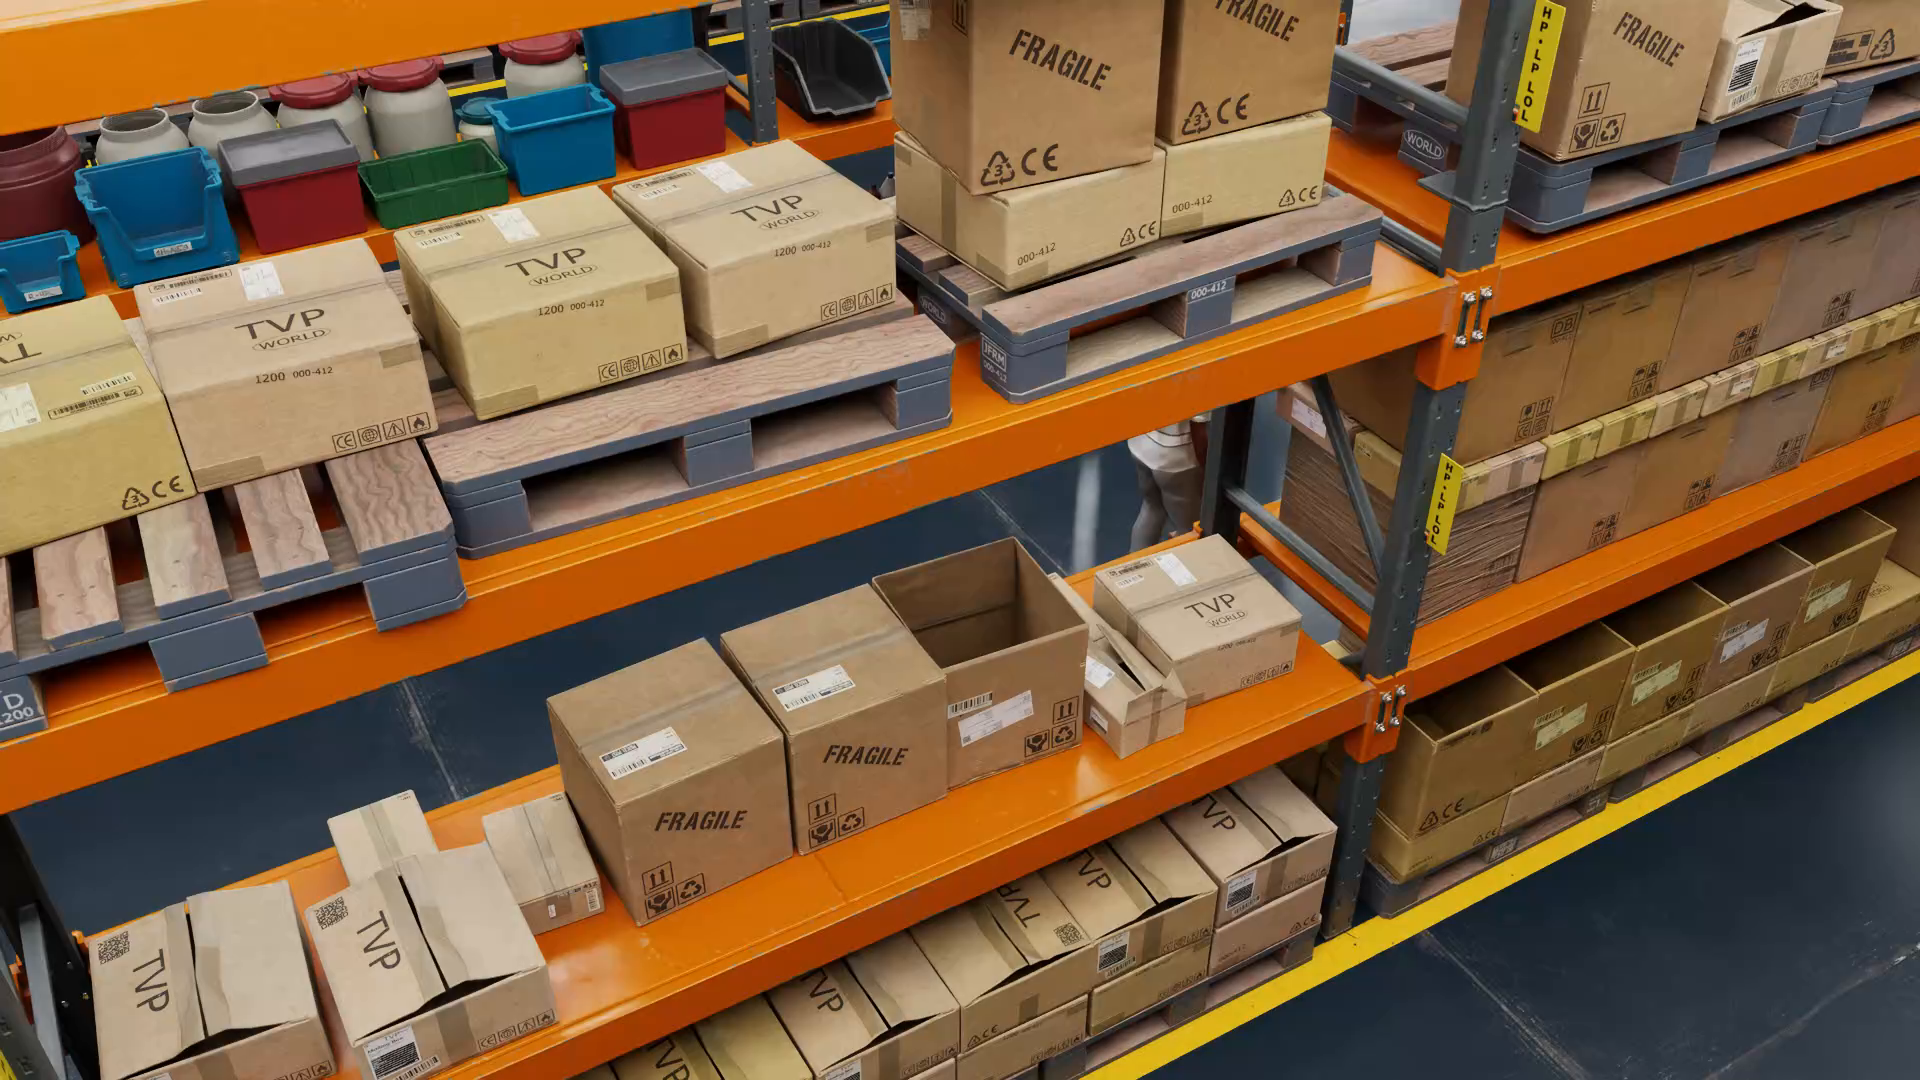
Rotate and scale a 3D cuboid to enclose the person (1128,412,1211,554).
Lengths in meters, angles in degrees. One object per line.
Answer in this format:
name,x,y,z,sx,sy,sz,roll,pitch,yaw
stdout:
person,0.969,-0.386,7.438,0.392,1.659,0.505,-19,41,-23
